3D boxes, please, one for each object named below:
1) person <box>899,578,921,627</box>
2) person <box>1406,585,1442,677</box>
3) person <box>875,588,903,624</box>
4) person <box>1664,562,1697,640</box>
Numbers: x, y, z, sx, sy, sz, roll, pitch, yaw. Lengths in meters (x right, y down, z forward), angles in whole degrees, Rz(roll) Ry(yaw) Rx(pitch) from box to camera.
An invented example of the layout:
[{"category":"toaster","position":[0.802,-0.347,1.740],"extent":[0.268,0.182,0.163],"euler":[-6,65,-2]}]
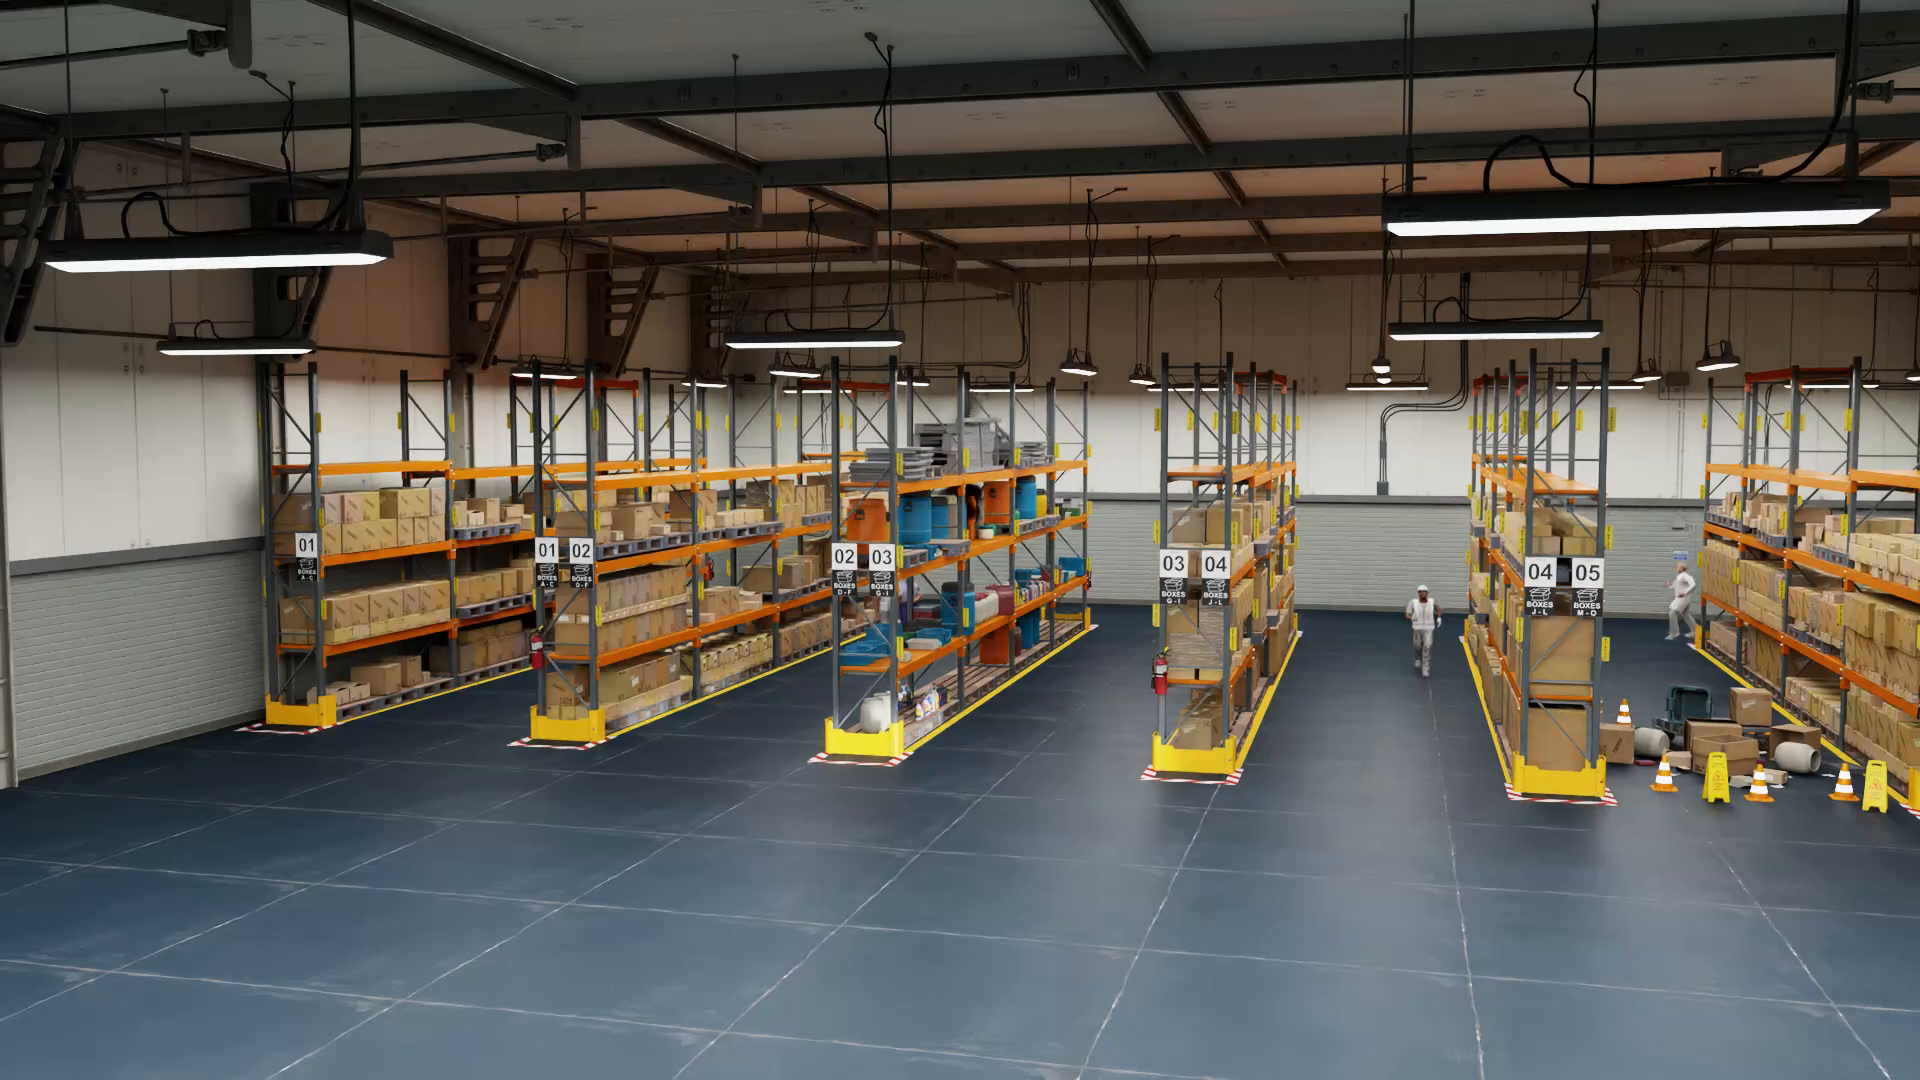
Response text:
[{"category":"person","position":[-1.191,1.552,37.749],"extent":[0.627,1.625,0.714],"euler":[1,4,7]},{"category":"person","position":[9.204,1.777,33.014],"extent":[0.697,1.761,1.044],"euler":[1,4,14]},{"category":"person","position":[-1.472,1.461,34.545],"extent":[0.575,1.668,0.611],"euler":[0,4,1]},{"category":"person","position":[16.644,1.434,38.281],"extent":[0.798,1.848,0.706],"euler":[2,4,21]}]
